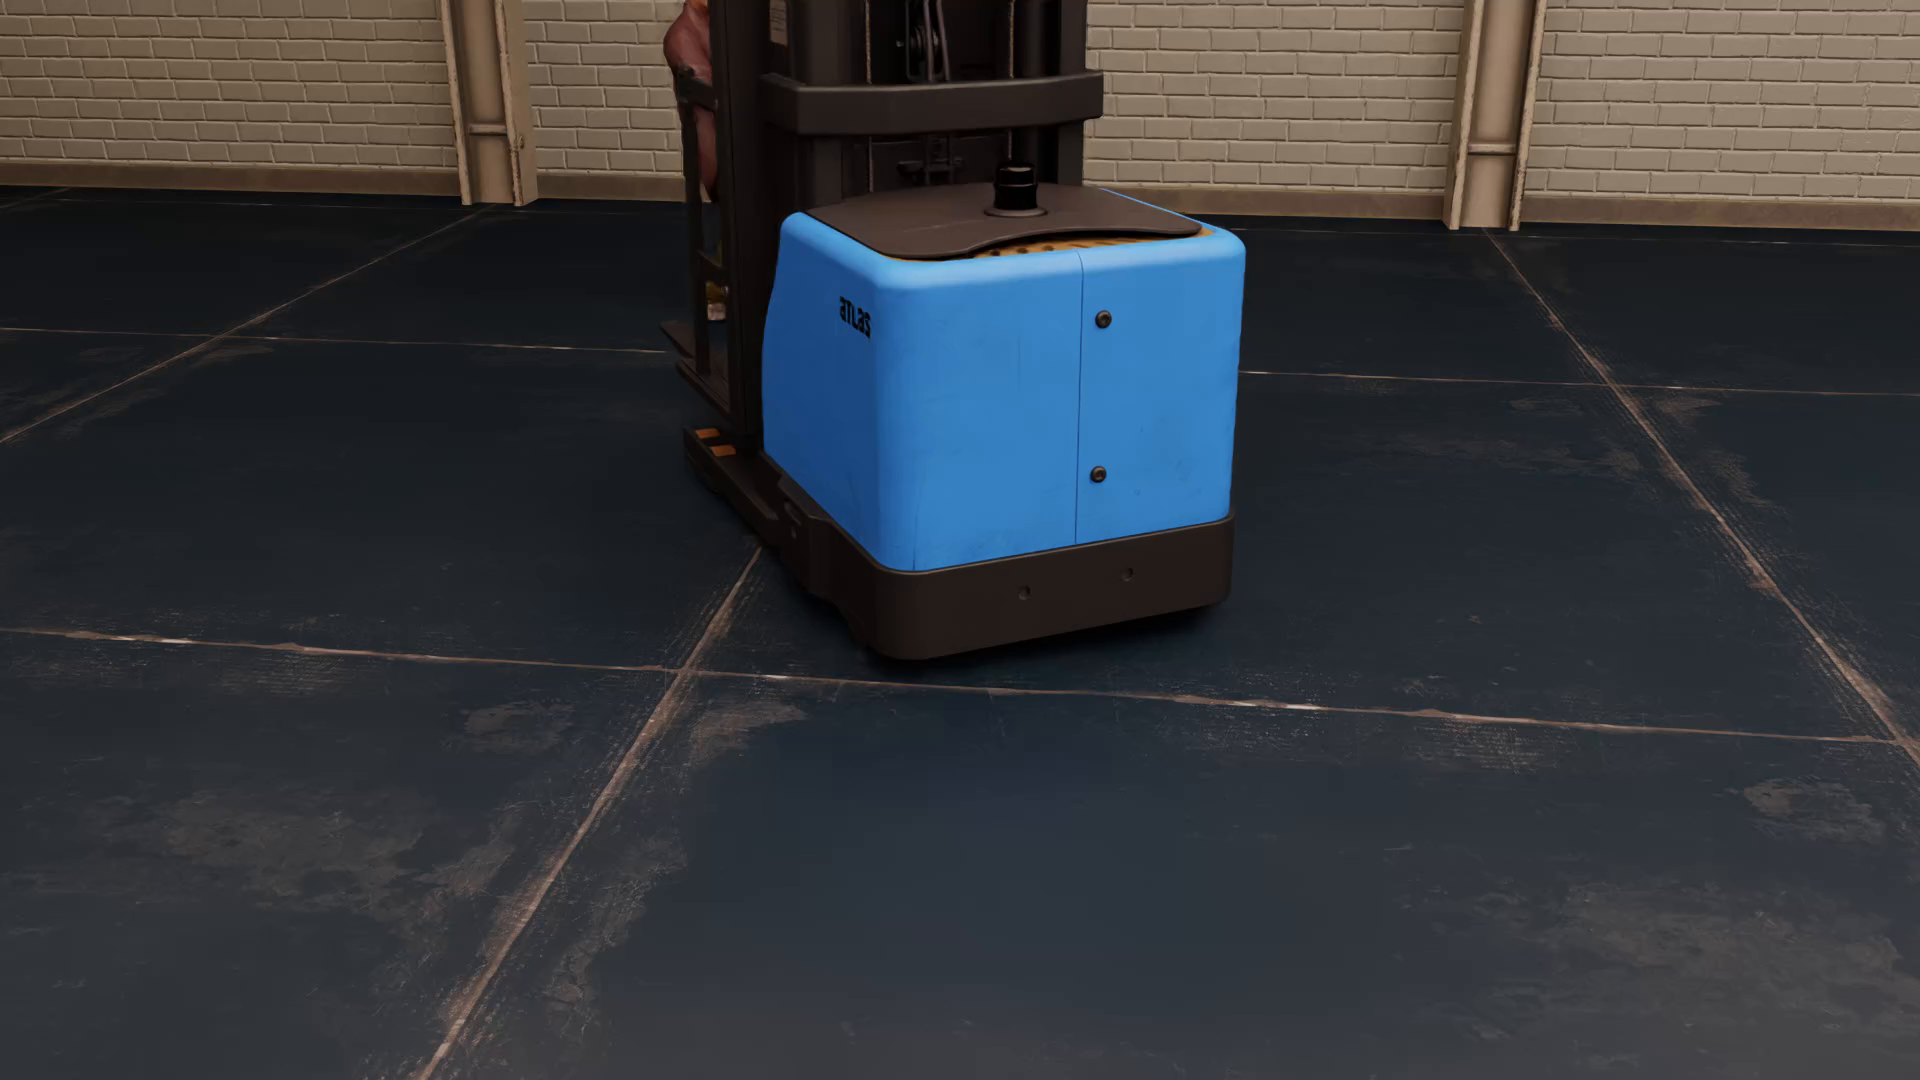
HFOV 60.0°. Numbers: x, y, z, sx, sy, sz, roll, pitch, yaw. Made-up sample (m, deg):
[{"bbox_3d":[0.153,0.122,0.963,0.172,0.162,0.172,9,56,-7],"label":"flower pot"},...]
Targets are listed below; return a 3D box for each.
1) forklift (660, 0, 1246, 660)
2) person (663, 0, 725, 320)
[{"bbox_3d":[-0.304,-1.570,5.153,1.130,2.935,3.031,-9,24,-22],"label":"forklift"},{"bbox_3d":[-0.948,-1.899,7.766,0.763,1.584,0.922,8,23,18],"label":"person"}]
